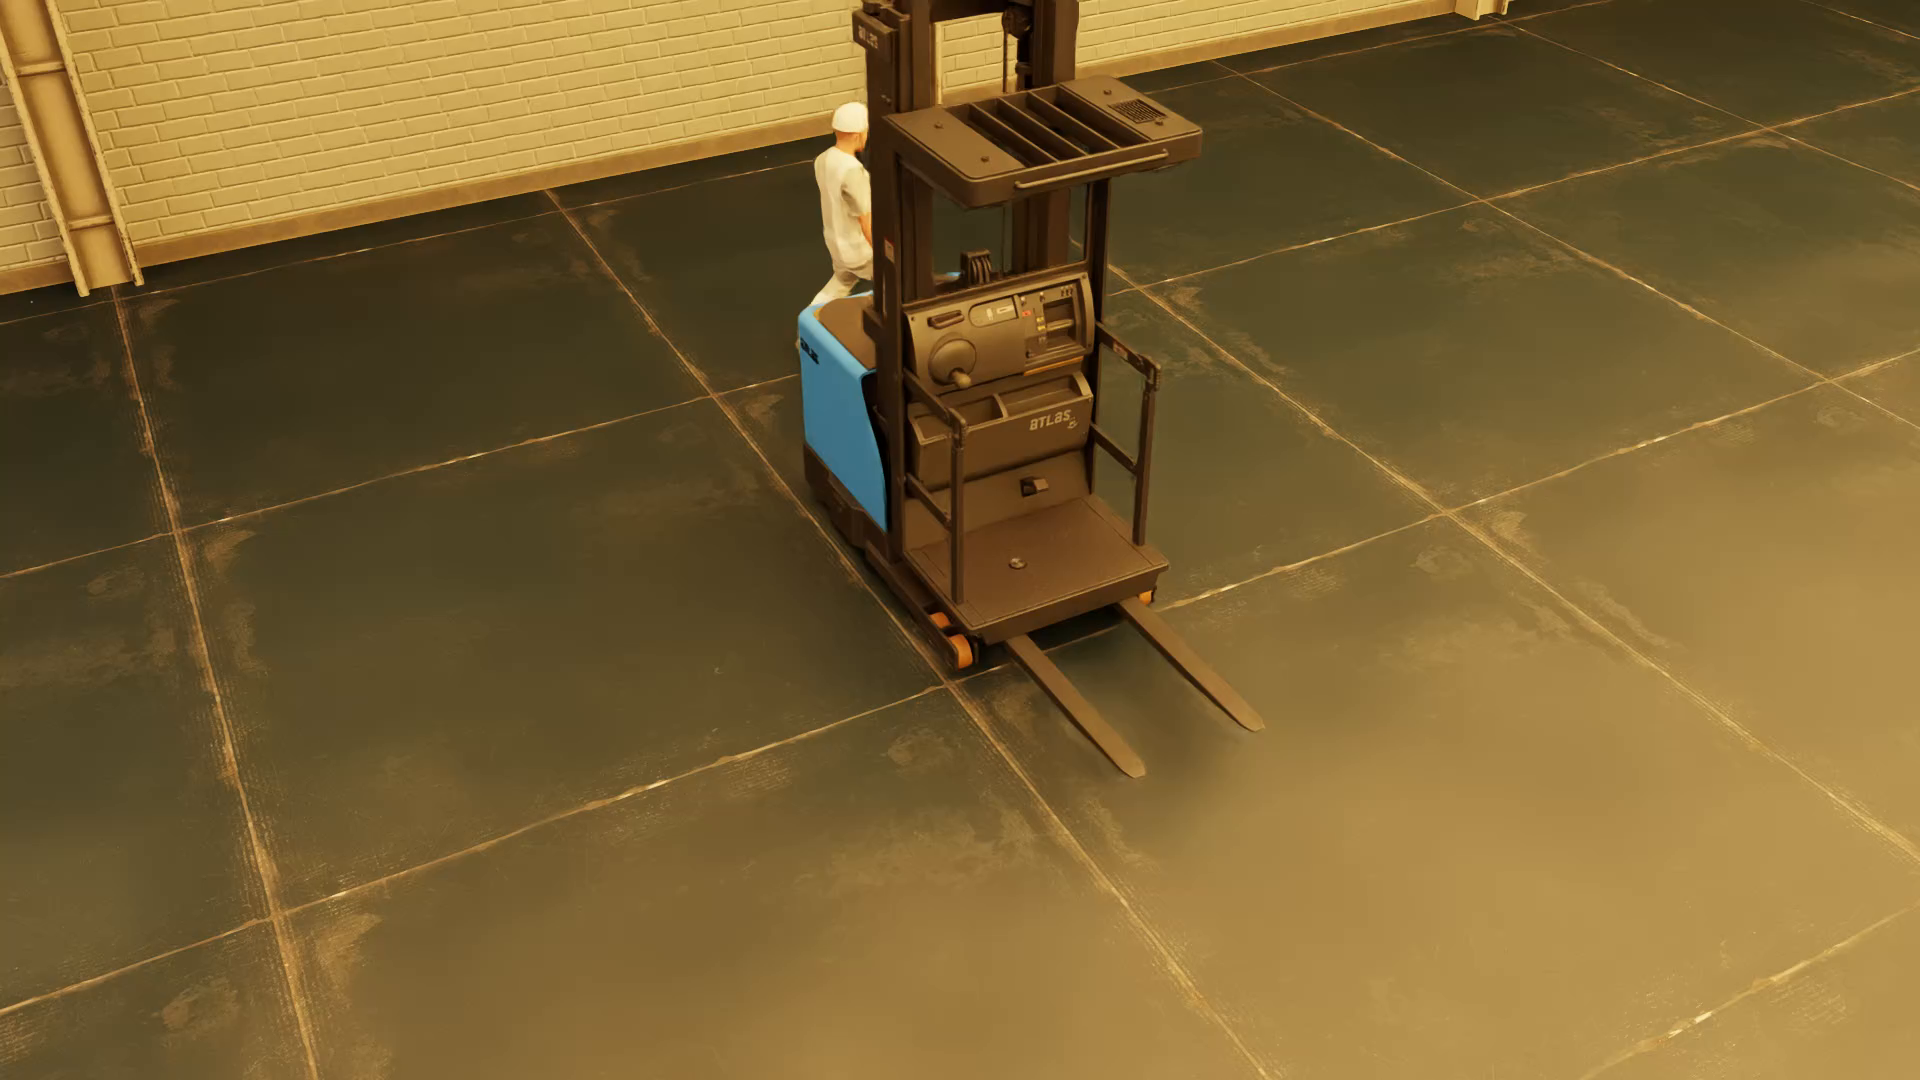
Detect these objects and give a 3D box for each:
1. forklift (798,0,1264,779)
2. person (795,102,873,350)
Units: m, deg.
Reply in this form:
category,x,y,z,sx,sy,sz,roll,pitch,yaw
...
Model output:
category,x,y,z,sx,sy,sz,roll,pitch,yaw
forklift,0.297,-0.888,7.379,1.130,2.935,3.031,-17,39,-23
person,-0.596,-1.785,9.764,0.706,1.608,0.995,-16,38,-22
